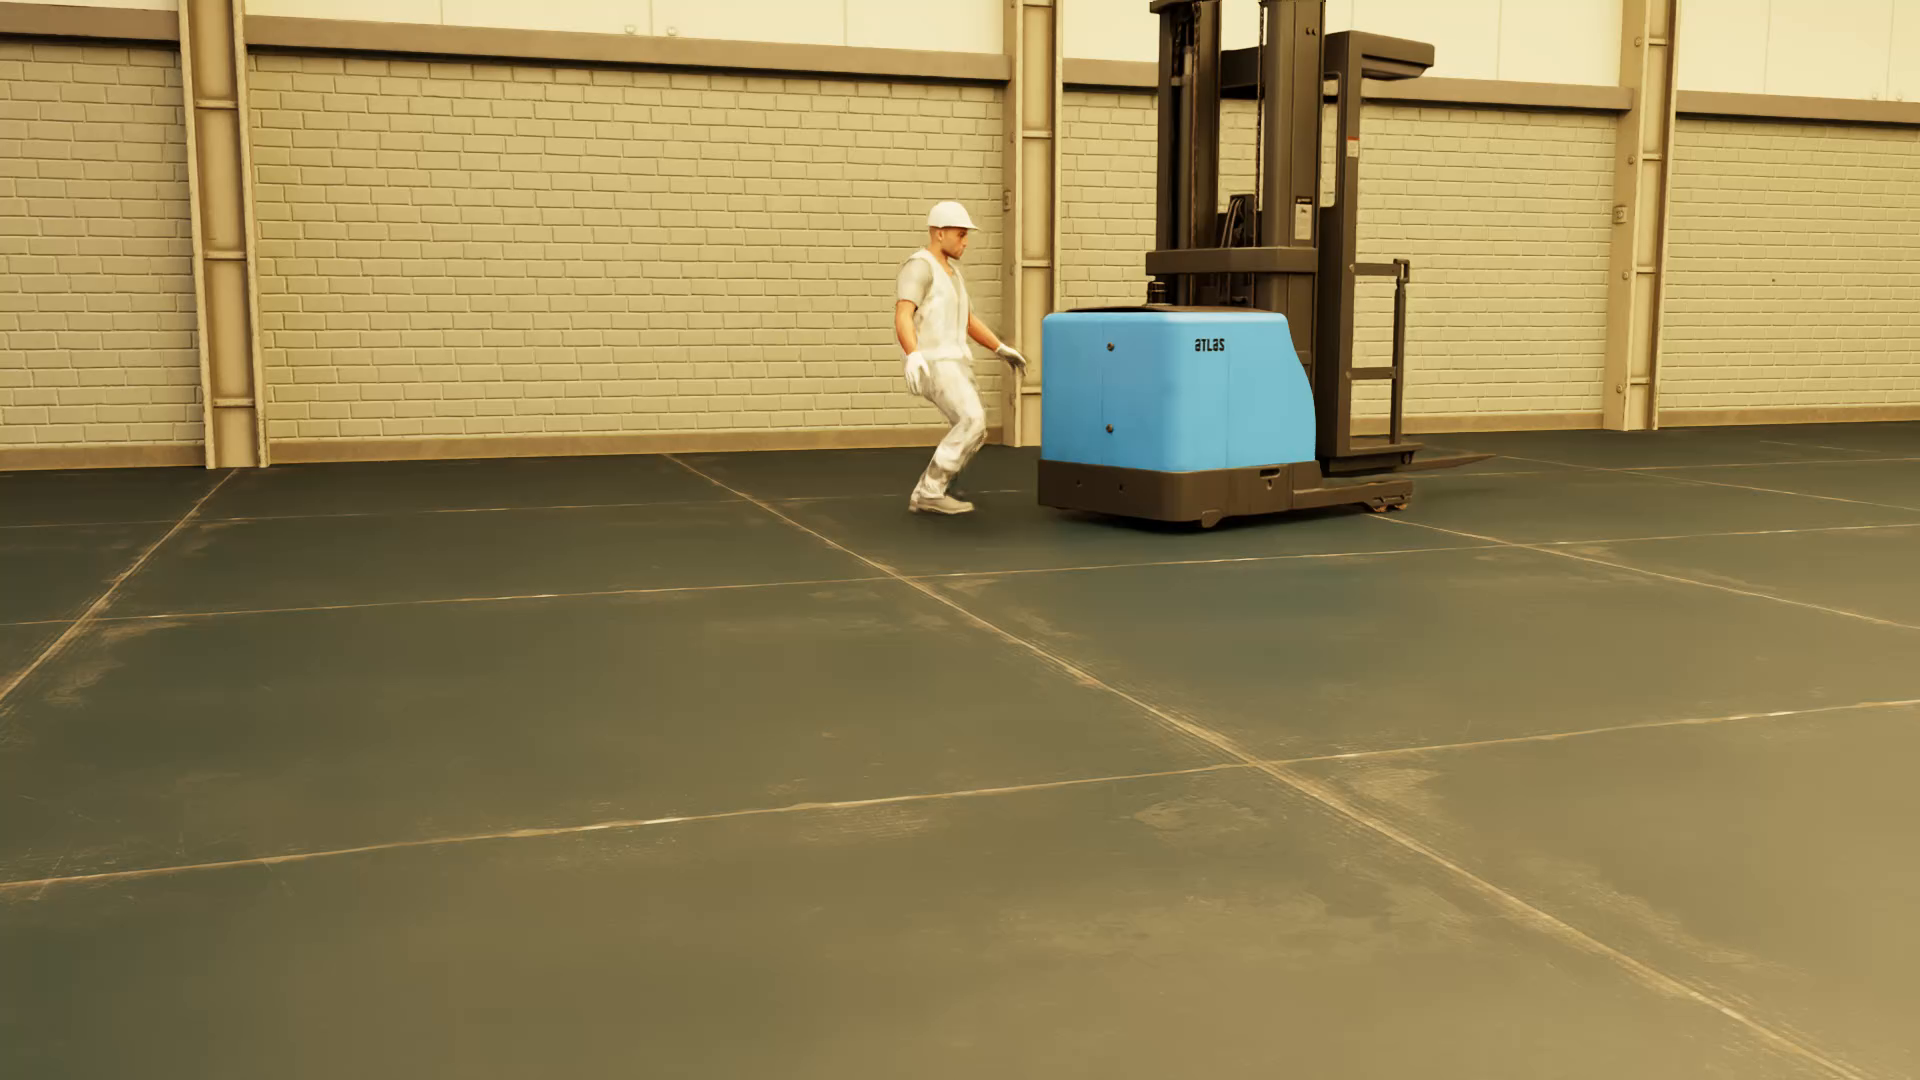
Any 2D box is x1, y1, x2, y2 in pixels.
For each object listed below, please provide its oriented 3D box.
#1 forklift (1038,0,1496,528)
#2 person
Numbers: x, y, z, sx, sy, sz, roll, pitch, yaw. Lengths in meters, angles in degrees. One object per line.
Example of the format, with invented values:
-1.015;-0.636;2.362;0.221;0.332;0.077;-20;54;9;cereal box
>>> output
1.866;-1.649;9.170;3.031;2.935;1.130;-6;10;-39;forklift
-0.054;-0.903;8.564;0.678;1.651;0.993;4;9;25;person
